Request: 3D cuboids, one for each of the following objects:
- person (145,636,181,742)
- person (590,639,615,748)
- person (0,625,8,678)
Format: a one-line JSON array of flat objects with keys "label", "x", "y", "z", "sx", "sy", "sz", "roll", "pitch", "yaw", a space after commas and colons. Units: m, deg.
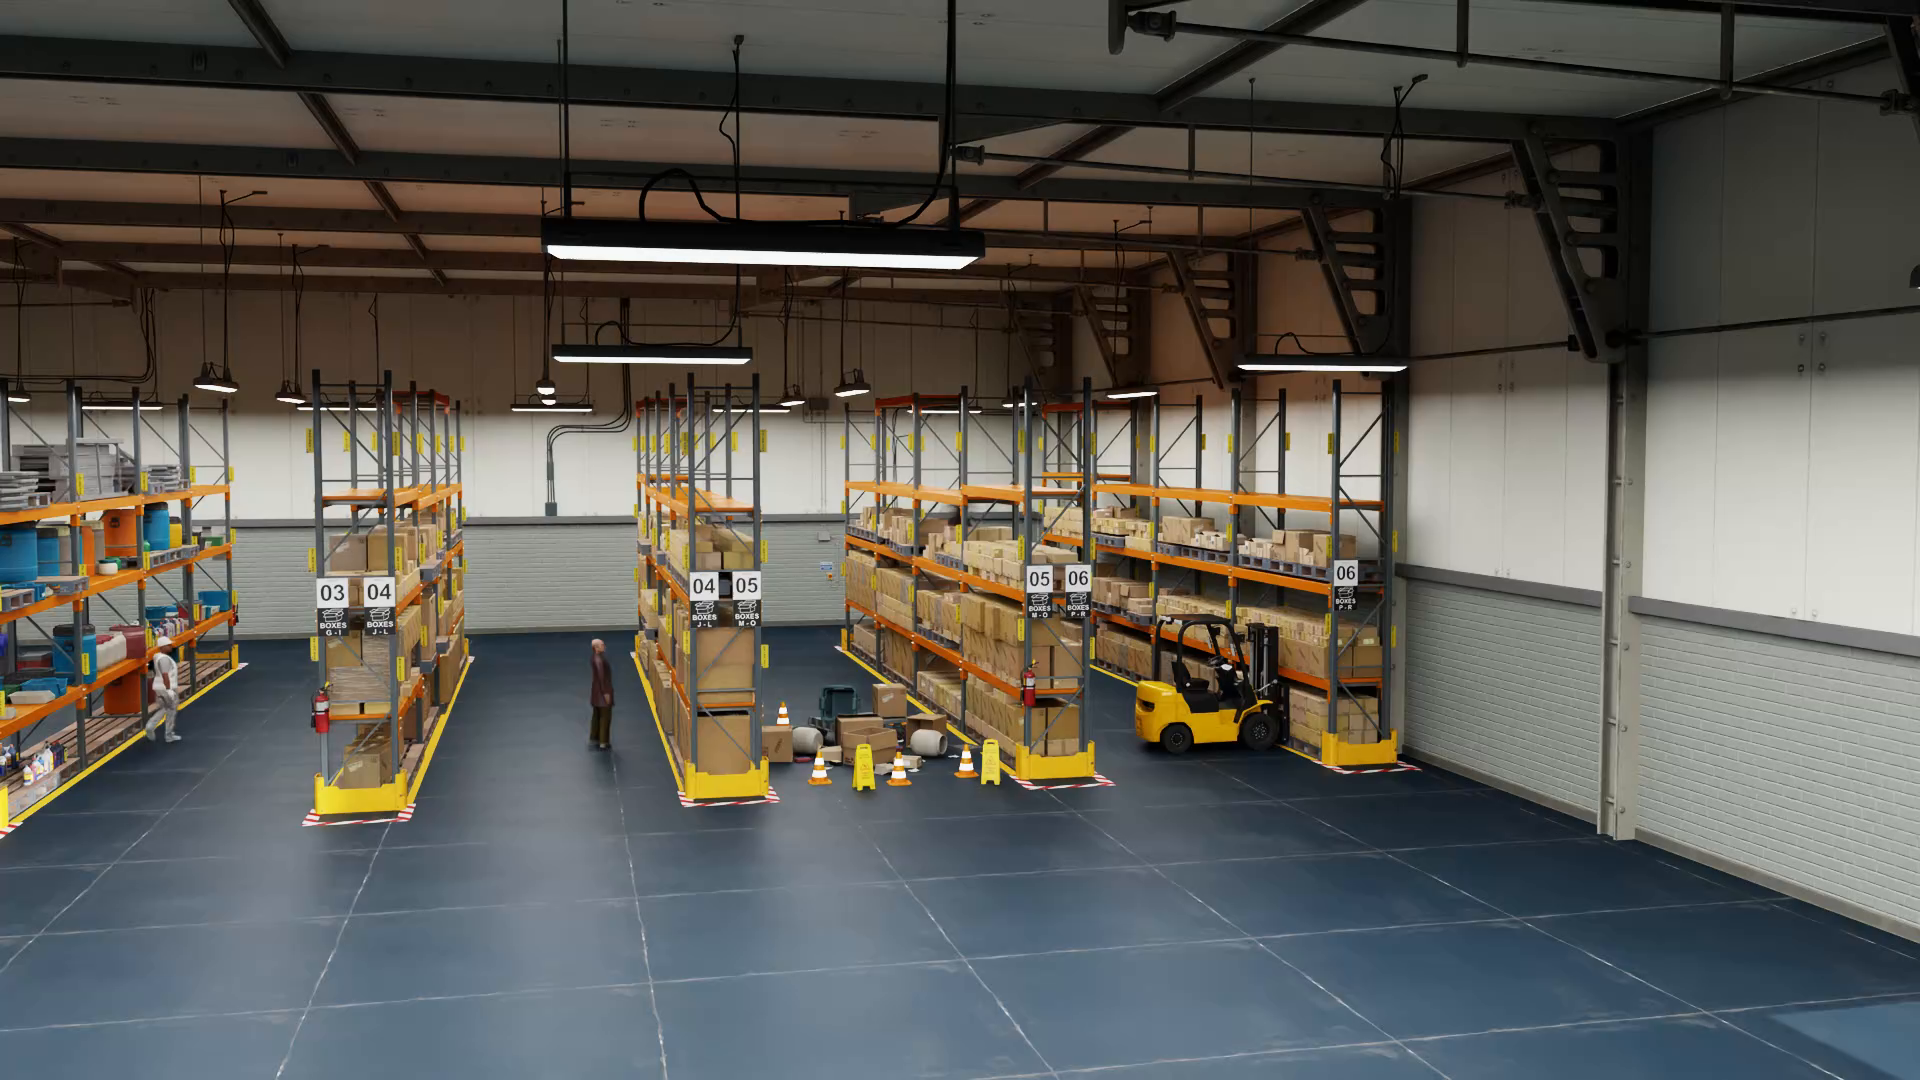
[{"label": "person", "x": -13.314, "y": 2.495, "z": 27.768, "sx": 0.534, "sy": 1.778, "sz": 0.610, "roll": 2, "pitch": 4, "yaw": 27}, {"label": "person", "x": -5.906, "y": 2.522, "z": 27.468, "sx": 0.432, "sy": 1.788, "sz": 0.620, "roll": -2, "pitch": 4, "yaw": -37}, {"label": "person", "x": -18.362, "y": 2.386, "z": 31.651, "sx": 0.592, "sy": 1.687, "sz": 0.744, "roll": -1, "pitch": 3, "yaw": -9}]
